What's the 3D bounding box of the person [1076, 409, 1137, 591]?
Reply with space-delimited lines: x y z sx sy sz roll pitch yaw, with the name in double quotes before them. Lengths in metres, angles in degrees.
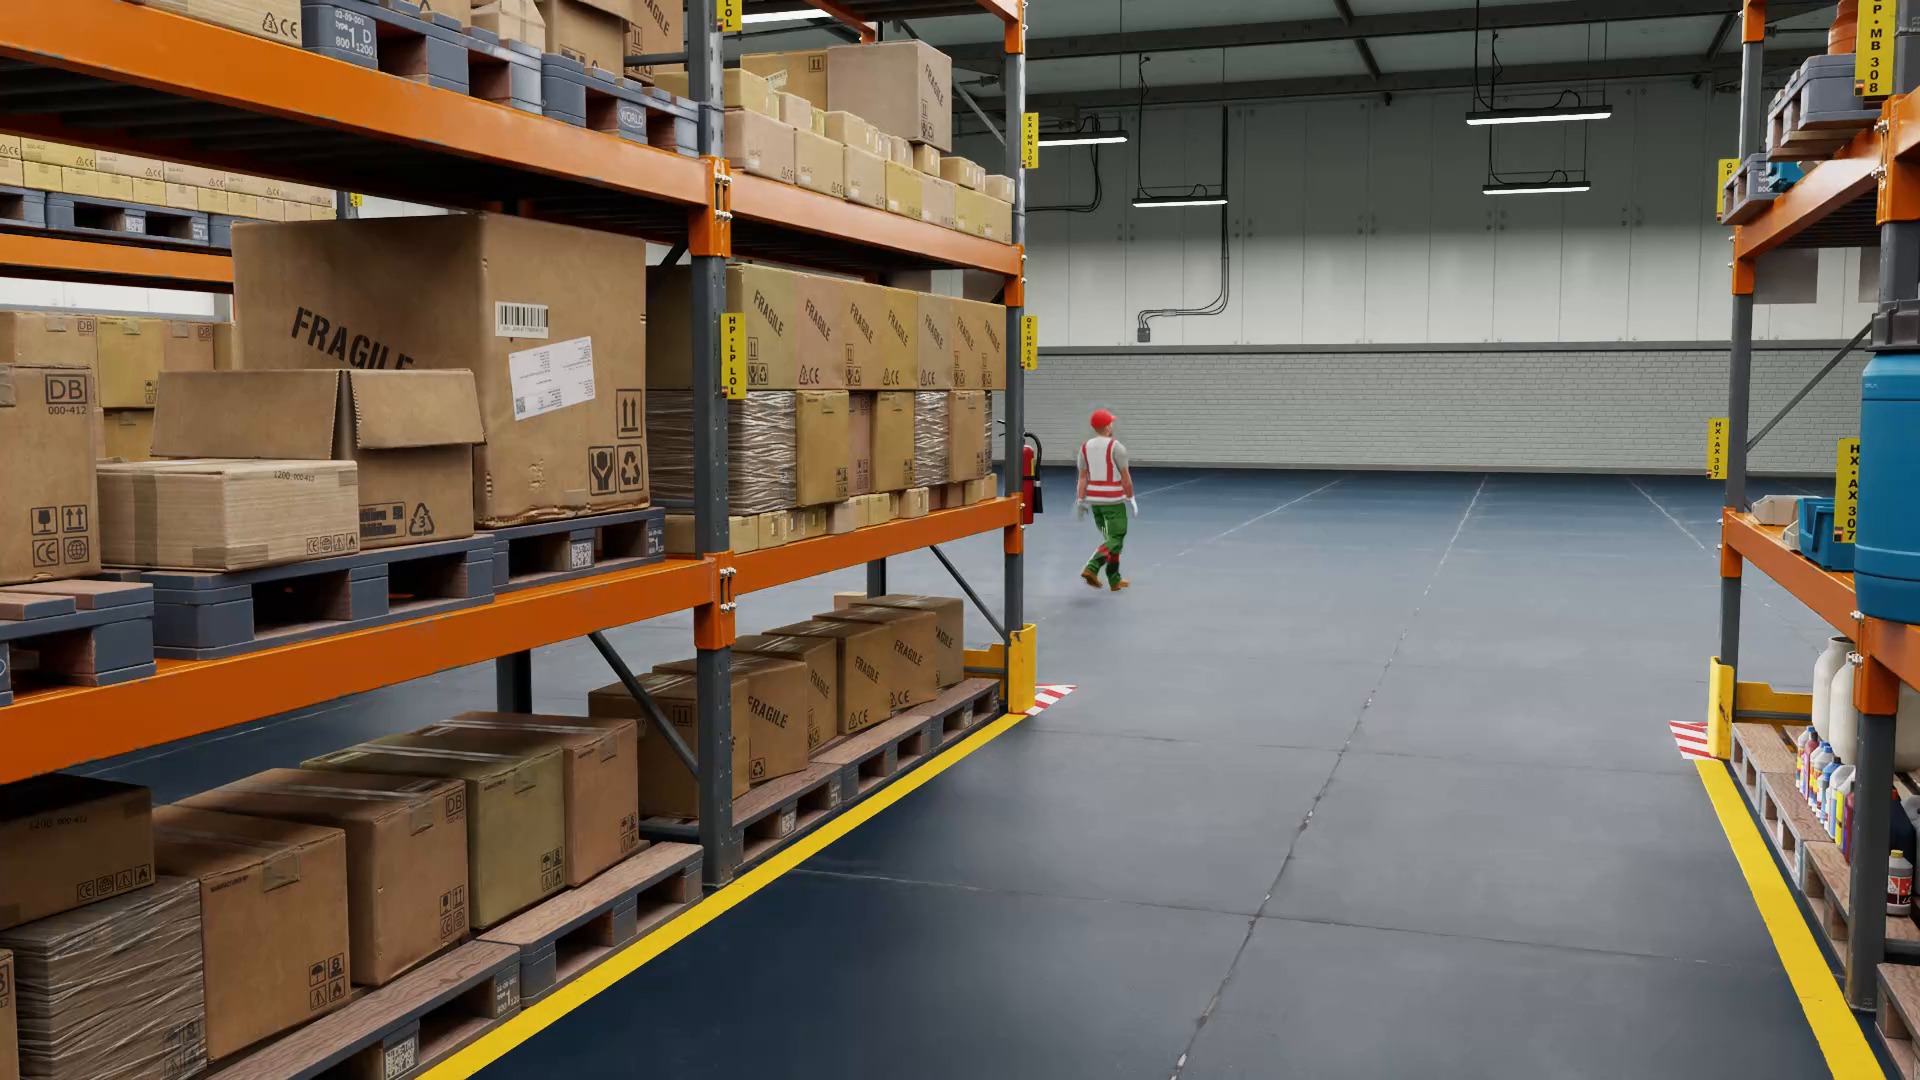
"person" 1.395 -0.365 15.869 0.559 1.761 0.934 5 7 43
